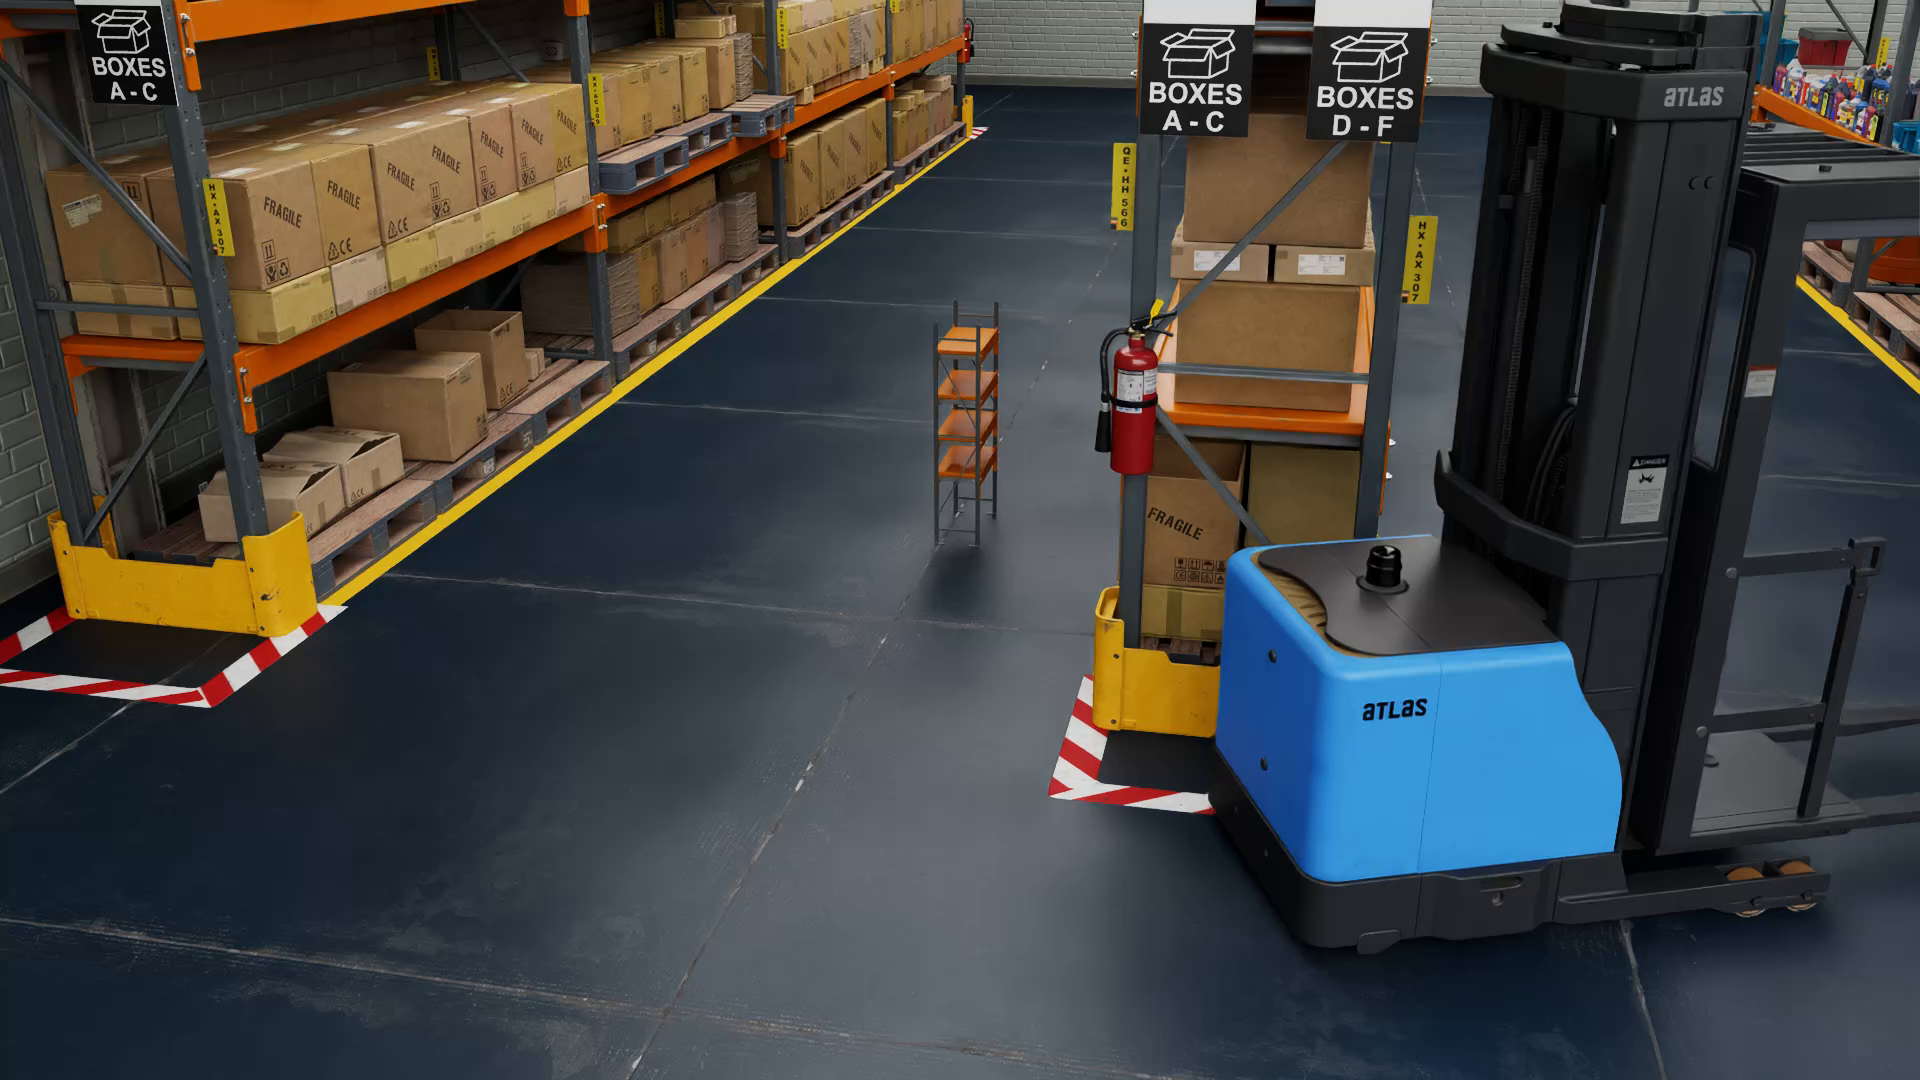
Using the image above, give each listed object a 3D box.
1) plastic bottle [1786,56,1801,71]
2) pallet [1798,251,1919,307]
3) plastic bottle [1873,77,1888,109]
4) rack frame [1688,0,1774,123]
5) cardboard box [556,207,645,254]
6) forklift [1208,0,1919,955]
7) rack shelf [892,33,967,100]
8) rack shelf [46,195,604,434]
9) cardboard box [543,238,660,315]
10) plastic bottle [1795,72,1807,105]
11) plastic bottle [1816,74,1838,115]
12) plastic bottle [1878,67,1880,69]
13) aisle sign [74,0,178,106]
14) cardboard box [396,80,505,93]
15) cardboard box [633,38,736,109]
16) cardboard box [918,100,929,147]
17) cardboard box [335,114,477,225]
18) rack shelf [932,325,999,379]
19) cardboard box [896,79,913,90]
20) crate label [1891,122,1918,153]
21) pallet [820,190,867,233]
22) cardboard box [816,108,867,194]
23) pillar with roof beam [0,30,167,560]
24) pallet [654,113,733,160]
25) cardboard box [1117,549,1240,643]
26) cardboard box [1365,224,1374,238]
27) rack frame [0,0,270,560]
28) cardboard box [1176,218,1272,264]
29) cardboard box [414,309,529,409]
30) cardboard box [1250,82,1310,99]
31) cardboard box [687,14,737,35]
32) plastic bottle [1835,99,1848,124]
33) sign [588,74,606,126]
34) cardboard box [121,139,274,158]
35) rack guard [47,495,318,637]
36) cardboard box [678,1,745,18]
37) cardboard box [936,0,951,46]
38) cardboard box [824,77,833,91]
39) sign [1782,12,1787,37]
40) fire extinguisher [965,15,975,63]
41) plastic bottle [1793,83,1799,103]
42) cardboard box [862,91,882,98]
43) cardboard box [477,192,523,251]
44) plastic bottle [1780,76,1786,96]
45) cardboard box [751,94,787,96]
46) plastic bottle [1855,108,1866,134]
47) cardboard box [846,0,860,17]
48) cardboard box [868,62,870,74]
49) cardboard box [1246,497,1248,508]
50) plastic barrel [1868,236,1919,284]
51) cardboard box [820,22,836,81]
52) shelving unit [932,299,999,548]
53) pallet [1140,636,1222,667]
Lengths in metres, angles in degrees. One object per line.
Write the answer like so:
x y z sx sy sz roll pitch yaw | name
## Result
8.053 -4.506 16.093 0.144 0.351 0.185 4 22 11 | plastic bottle
7.754 -2.183 13.991 1.003 0.211 1.213 4 22 11 | pallet
8.355 -4.055 15.079 0.097 0.271 0.097 0 22 0 | plastic bottle
9.266 -6.111 20.011 1.000 3.000 0.127 4 22 11 | rack frame
-2.660 -2.301 12.306 0.500 0.250 0.500 4 22 10 | cardboard box
2.500 -0.264 5.587 3.031 2.935 1.130 -4 22 -10 | forklift
-0.840 -5.801 20.205 1.077 0.370 4.000 4 22 11 | rack shelf
-3.289 -1.412 9.308 1.077 0.370 4.000 4 22 11 | rack shelf
-2.691 -1.985 12.524 0.700 0.500 0.500 4 22 10 | cardboard box
7.777 -4.167 15.342 0.061 0.283 0.133 4 22 11 | plastic bottle
7.670 -3.932 14.667 0.144 0.351 0.185 4 22 11 | plastic bottle
8.684 -4.337 15.763 0.061 0.283 0.133 4 22 11 | plastic bottle
-3.418 -2.171 6.749 0.394 0.787 0.004 4 22 11 | aisle sign
-3.181 -2.609 10.486 0.500 0.500 0.500 4 22 10 | cardboard box
-2.238 -3.811 13.580 0.700 0.500 0.500 2 22 6 | cardboard box
-0.783 -5.075 20.223 0.700 0.500 0.500 5 22 12 | cardboard box
-2.989 -2.012 9.004 0.500 0.500 0.500 5 23 13 | cardboard box
0.034 -0.982 8.633 0.258 0.148 0.480 4 22 11 | rack shelf
-0.801 -5.723 20.963 0.380 0.149 0.250 5 22 11 | cardboard box
7.181 -2.982 12.466 0.303 0.233 0.416 4 22 11 | crate label
-1.579 -3.374 16.949 1.003 0.211 1.213 4 22 11 | pallet
-1.432 -4.028 17.155 0.750 0.750 0.750 5 23 13 | cardboard box
-0.187 -3.791 6.221 9.100 9.000 0.400 4 22 11 | pillar with roof beam
-2.428 -3.124 12.852 1.003 0.211 1.213 4 22 11 | pallet
0.973 0.224 7.401 0.500 0.250 0.500 4 22 11 | cardboard box
1.495 -1.209 6.839 0.380 0.149 0.250 4 22 10 | cardboard box
-3.697 -1.014 7.357 1.000 3.000 0.127 4 22 11 | rack frame
1.097 -1.235 6.904 0.380 0.149 0.250 5 22 12 | cardboard box
-3.053 -1.139 10.424 0.500 0.500 0.500 3 22 7 | cardboard box
1.374 -1.668 7.110 0.700 0.500 0.500 4 22 10 | cardboard box
-2.106 -4.363 14.081 0.380 0.149 0.250 2 22 4 | cardboard box
7.526 -3.648 14.161 0.097 0.201 0.097 0 22 0 | plastic bottle
-2.348 -2.840 10.732 0.100 0.325 0.005 4 22 11 | sign
-3.697 -1.674 8.165 0.500 0.500 0.500 5 22 12 | cardboard box
-3.681 0.117 7.893 1.175 0.500 0.348 4 22 11 | rack guard
-2.226 -4.667 14.865 0.500 0.250 0.500 5 22 12 | cardboard box
-0.664 -6.551 20.703 0.980 0.700 0.700 4 22 10 | cardboard box
-1.468 -4.497 16.315 0.380 0.149 0.250 5 22 11 | cardboard box
9.808 -6.150 19.891 0.100 0.325 0.005 4 22 11 | sign
0.050 -6.677 22.020 0.296 0.674 0.183 4 22 11 | fire extinguisher
7.818 -4.170 15.459 0.097 0.201 0.097 0 22 0 | plastic bottle
-1.061 -5.256 19.805 0.380 0.149 0.250 4 22 9 | cardboard box
-2.878 -1.854 9.616 0.500 0.250 0.500 4 22 11 | cardboard box
7.925 -4.362 15.934 0.097 0.201 0.097 0 22 0 | plastic bottle
-1.771 -3.936 14.920 0.380 0.149 0.250 4 22 10 | cardboard box
7.407 -3.434 13.631 0.097 0.201 0.097 0 22 0 | plastic bottle
-1.311 -5.381 16.638 0.500 0.250 0.500 5 22 12 | cardboard box
-1.166 -4.965 17.476 0.380 0.149 0.250 5 23 13 | cardboard box
1.670 -0.451 8.074 0.500 0.500 0.500 4 22 11 | cardboard box
7.717 -2.553 13.521 0.600 0.830 0.708 4 22 11 | plastic barrel
-1.497 -4.664 15.861 0.500 0.500 0.500 4 22 11 | cardboard box
0.034 -0.617 8.780 0.258 1.200 0.503 4 22 11 | shelving unit
1.268 0.372 7.646 1.003 0.211 1.213 4 22 11 | pallet
